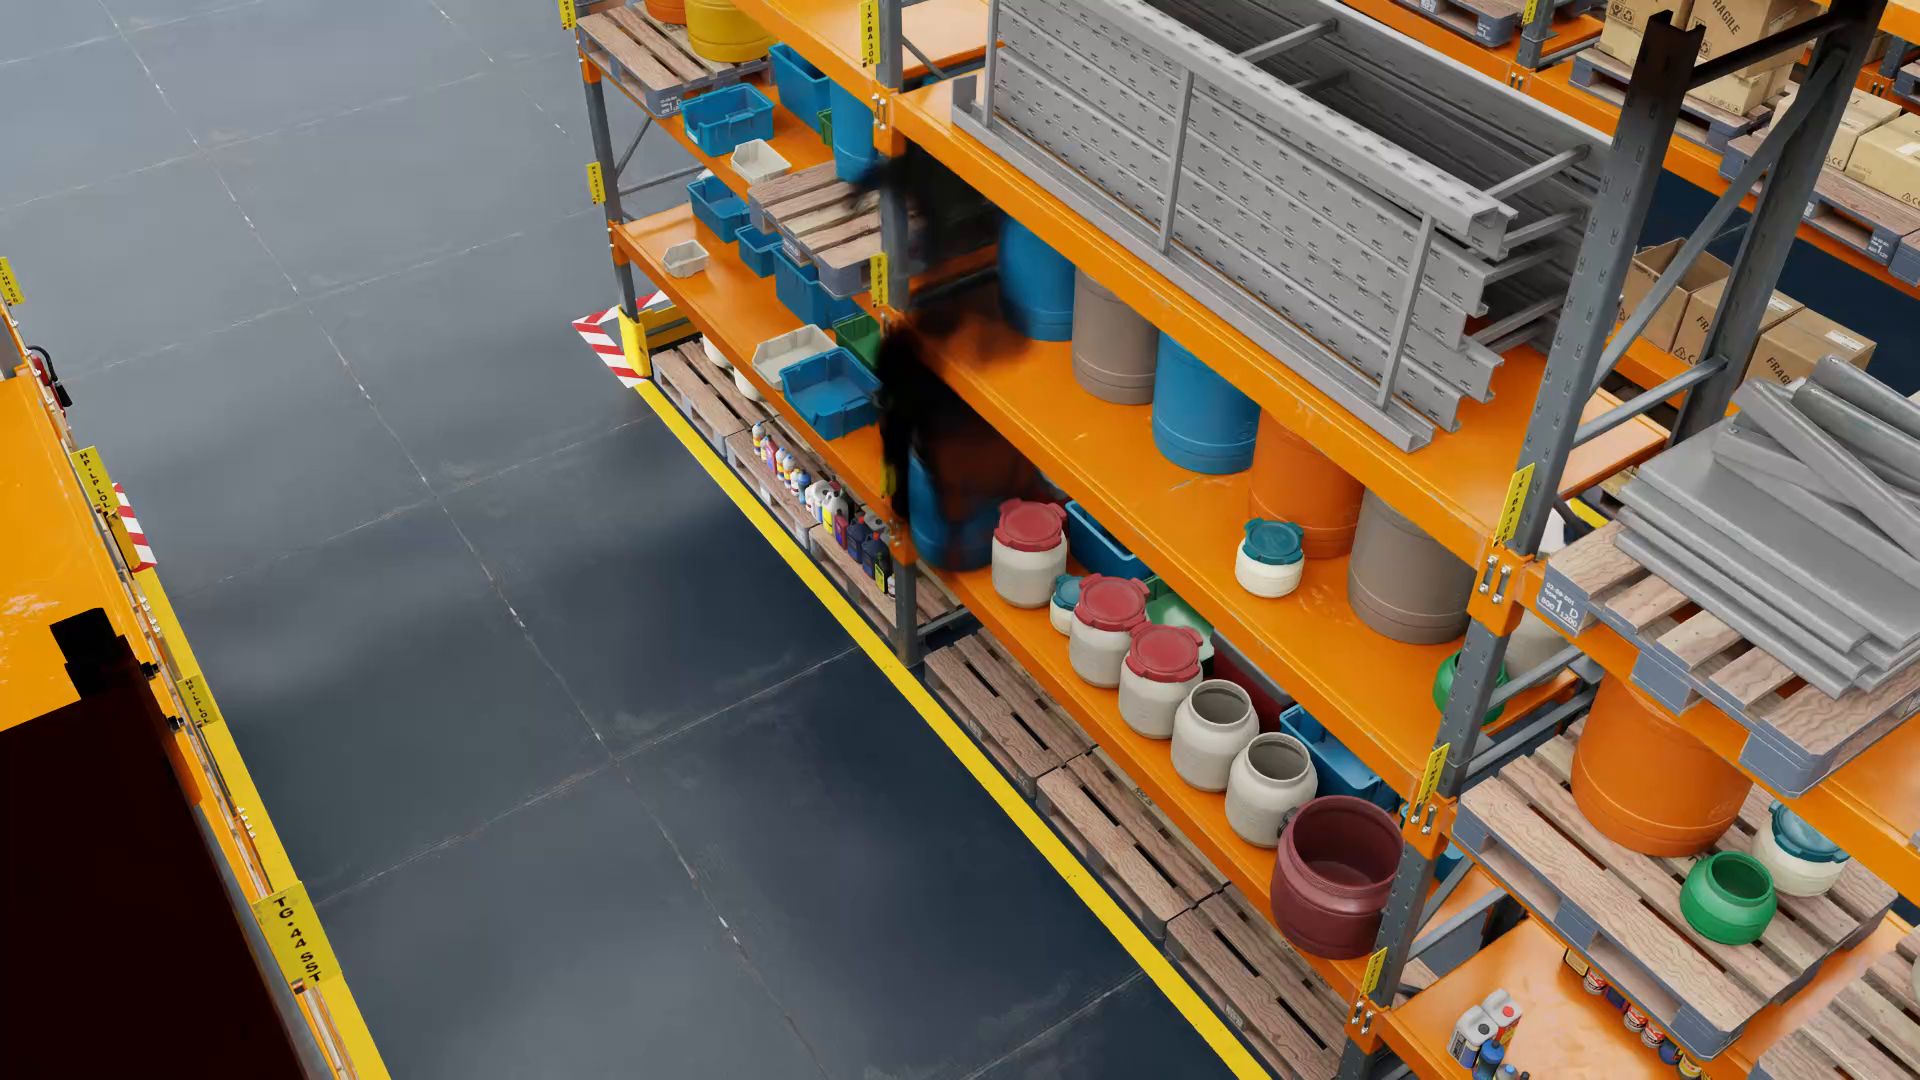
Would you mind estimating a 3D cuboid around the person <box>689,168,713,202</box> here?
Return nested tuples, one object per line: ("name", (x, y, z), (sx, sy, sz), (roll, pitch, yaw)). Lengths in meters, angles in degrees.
("person", (-2.036, -3.051, 13.769), (0.580, 1.740, 0.628), (9, 43, 10))

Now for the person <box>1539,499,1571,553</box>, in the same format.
("person", (3.365, 0.220, 9.894), (0.690, 1.659, 0.738), (-28, 50, -27))
